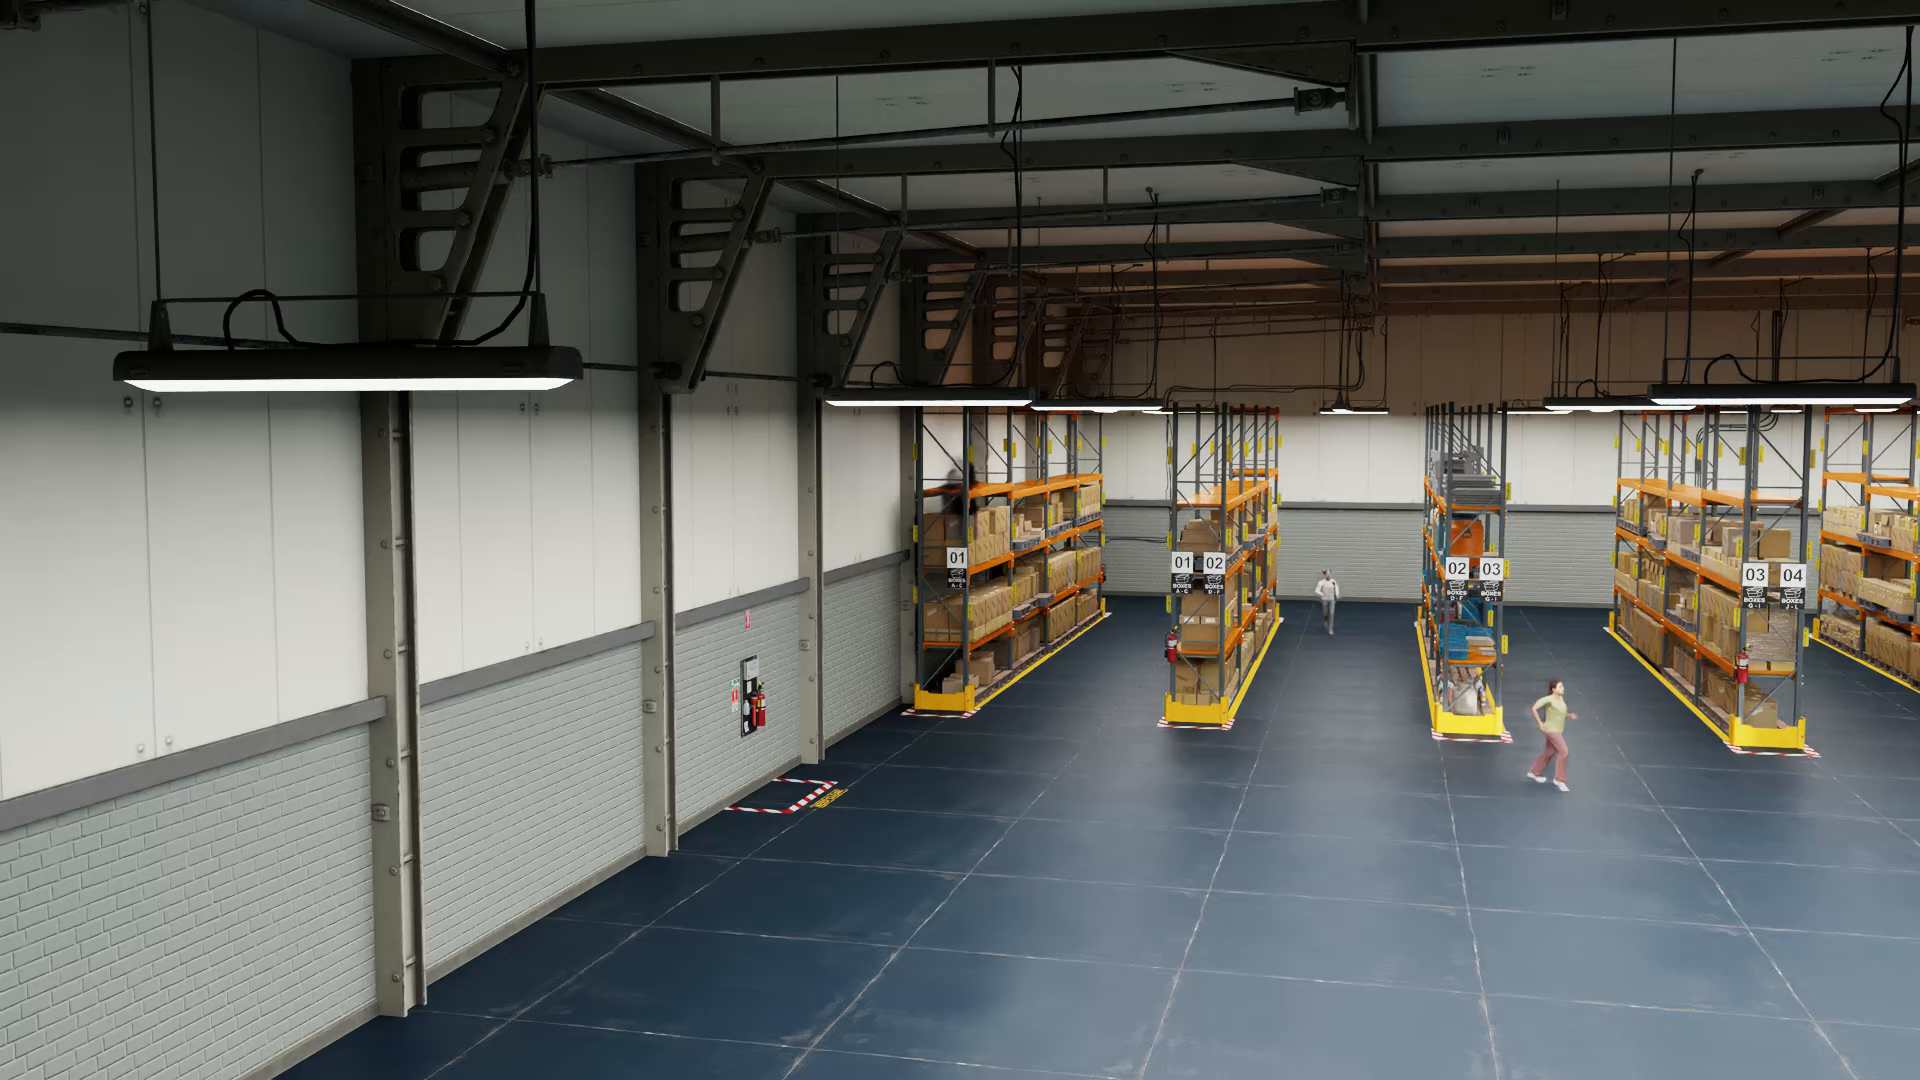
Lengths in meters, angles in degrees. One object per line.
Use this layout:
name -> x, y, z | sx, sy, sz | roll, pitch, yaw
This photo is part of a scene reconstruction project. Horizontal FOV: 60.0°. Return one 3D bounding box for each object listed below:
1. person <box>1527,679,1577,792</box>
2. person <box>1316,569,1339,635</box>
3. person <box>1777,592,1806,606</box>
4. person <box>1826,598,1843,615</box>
person -> 9.148, 2.998, 25.713 | 0.744, 1.725, 0.562 | 4, 6, 41
person -> 9.778, 1.619, 44.213 | 0.637, 1.711, 0.902 | 0, 4, 2
person -> 20.217, 1.896, 40.478 | 0.685, 1.667, 0.671 | 2, 4, 20
person -> 23.286, 1.660, 44.066 | 0.605, 1.668, 0.641 | 0, 4, 1
